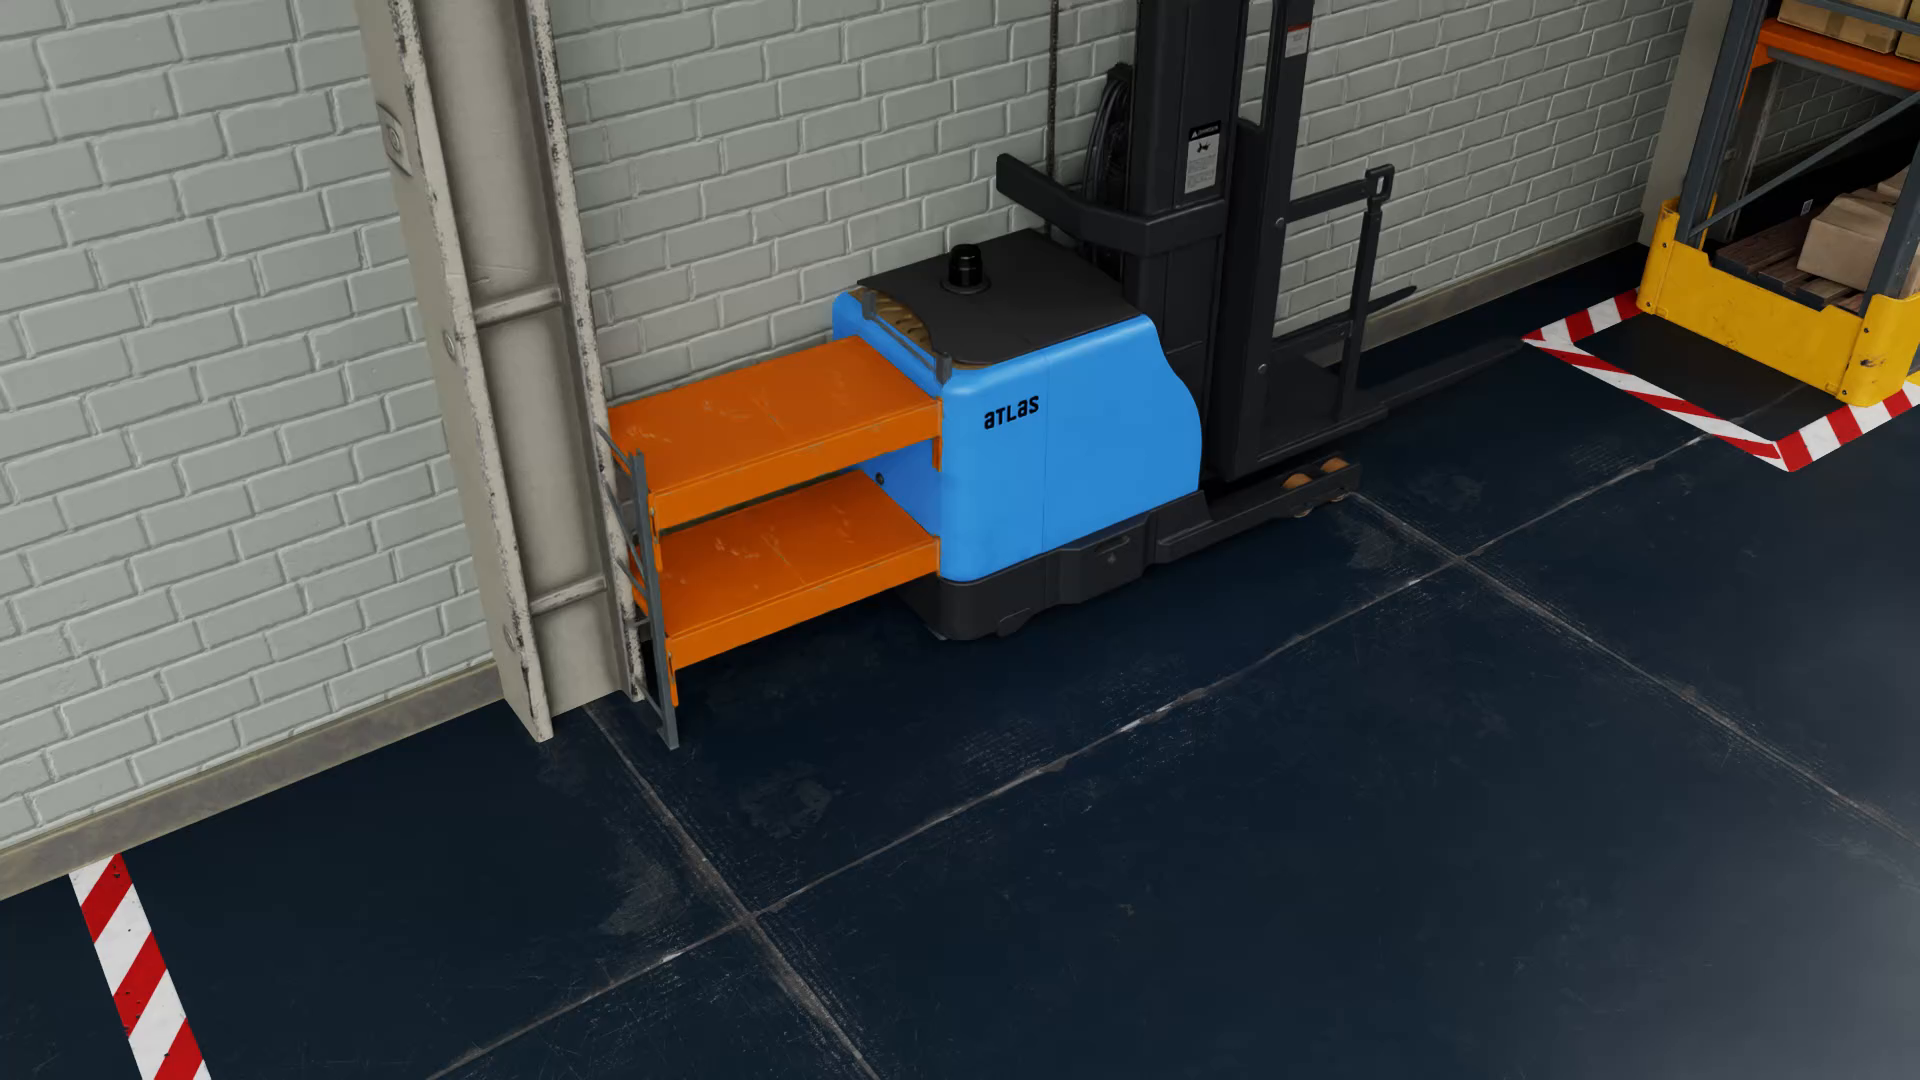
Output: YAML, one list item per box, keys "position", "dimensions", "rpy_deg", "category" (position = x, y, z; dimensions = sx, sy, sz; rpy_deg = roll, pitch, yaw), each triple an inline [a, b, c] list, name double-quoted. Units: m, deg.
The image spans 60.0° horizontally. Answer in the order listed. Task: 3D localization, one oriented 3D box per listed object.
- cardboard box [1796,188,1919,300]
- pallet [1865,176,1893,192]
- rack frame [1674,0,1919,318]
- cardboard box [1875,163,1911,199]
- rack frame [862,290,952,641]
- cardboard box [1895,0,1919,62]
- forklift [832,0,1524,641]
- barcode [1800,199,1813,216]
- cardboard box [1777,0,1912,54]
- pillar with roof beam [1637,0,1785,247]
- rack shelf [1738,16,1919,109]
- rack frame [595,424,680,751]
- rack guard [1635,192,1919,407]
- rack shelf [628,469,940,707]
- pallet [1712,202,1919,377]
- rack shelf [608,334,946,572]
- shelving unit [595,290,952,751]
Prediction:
- position: [4.166, -1.352, 7.487]
  dimensions: [0.500, 0.311, 0.500]
  rpy_deg: [-28, 44, -33]
  category: "cardboard box"
- position: [5.291, -1.633, 8.339]
  dimensions: [1.213, 0.211, 1.003]
  rpy_deg: [-22, 41, -28]
  category: "pallet"
- position: [3.548, -2.075, 6.566]
  dimensions: [0.127, 3.000, 1.000]
  rpy_deg: [-22, 41, -28]
  category: "rack frame"
- position: [4.632, -1.544, 7.753]
  dimensions: [0.500, 0.311, 0.500]
  rpy_deg: [-19, 40, -24]
  category: "cardboard box"
- position: [-0.180, -0.232, 5.576]
  dimensions: [0.032, 1.125, 0.500]
  rpy_deg: [-21, 42, -26]
  category: "rack frame"
- position: [4.130, -2.035, 6.622]
  dimensions: [0.500, 0.250, 0.500]
  rpy_deg: [-24, 42, -29]
  category: "cardboard box"
- position: [0.944, -1.512, 5.842]
  dimensions: [3.031, 2.935, 1.130]
  rpy_deg: [-21, 41, -27]
  category: "forklift"
- position: [3.950, -1.552, 7.758]
  dimensions: [0.075, 0.075, 0.001]
  rpy_deg: [-22, 41, -28]
  category: "barcode"
- position: [3.819, -2.272, 6.951]
  dimensions: [0.500, 0.250, 0.500]
  rpy_deg: [-22, 41, -27]
  category: "cardboard box"
- position: [6.102, -3.104, 2.859]
  dimensions: [0.400, 9.000, 9.100]
  rpy_deg: [-22, 41, -28]
  category: "pillar with roof beam"
- position: [5.183, -2.456, 7.711]
  dimensions: [4.000, 0.370, 1.077]
  rpy_deg: [-22, 41, -28]
  category: "rack shelf"
- position: [-1.035, 0.089, 5.130]
  dimensions: [0.032, 1.125, 0.500]
  rpy_deg: [-21, 42, -26]
  category: "rack frame"
- position: [3.610, -1.086, 7.331]
  dimensions: [0.348, 0.500, 1.175]
  rpy_deg: [-22, 41, -28]
  category: "rack guard"
- position: [-0.611, 0.123, 5.500]
  dimensions: [1.000, 0.278, 0.538]
  rpy_deg: [-21, 42, -26]
  category: "rack shelf"
- position: [4.295, -1.225, 7.772]
  dimensions: [1.213, 0.211, 1.003]
  rpy_deg: [-22, 41, -28]
  category: "pallet"
- position: [-0.604, -0.305, 5.176]
  dimensions: [1.000, 0.278, 0.538]
  rpy_deg: [-21, 42, -26]
  category: "rack shelf"
- position: [-0.608, -0.072, 5.353]
  dimensions: [1.048, 1.125, 0.538]
  rpy_deg: [-21, 42, -26]
  category: "shelving unit"
